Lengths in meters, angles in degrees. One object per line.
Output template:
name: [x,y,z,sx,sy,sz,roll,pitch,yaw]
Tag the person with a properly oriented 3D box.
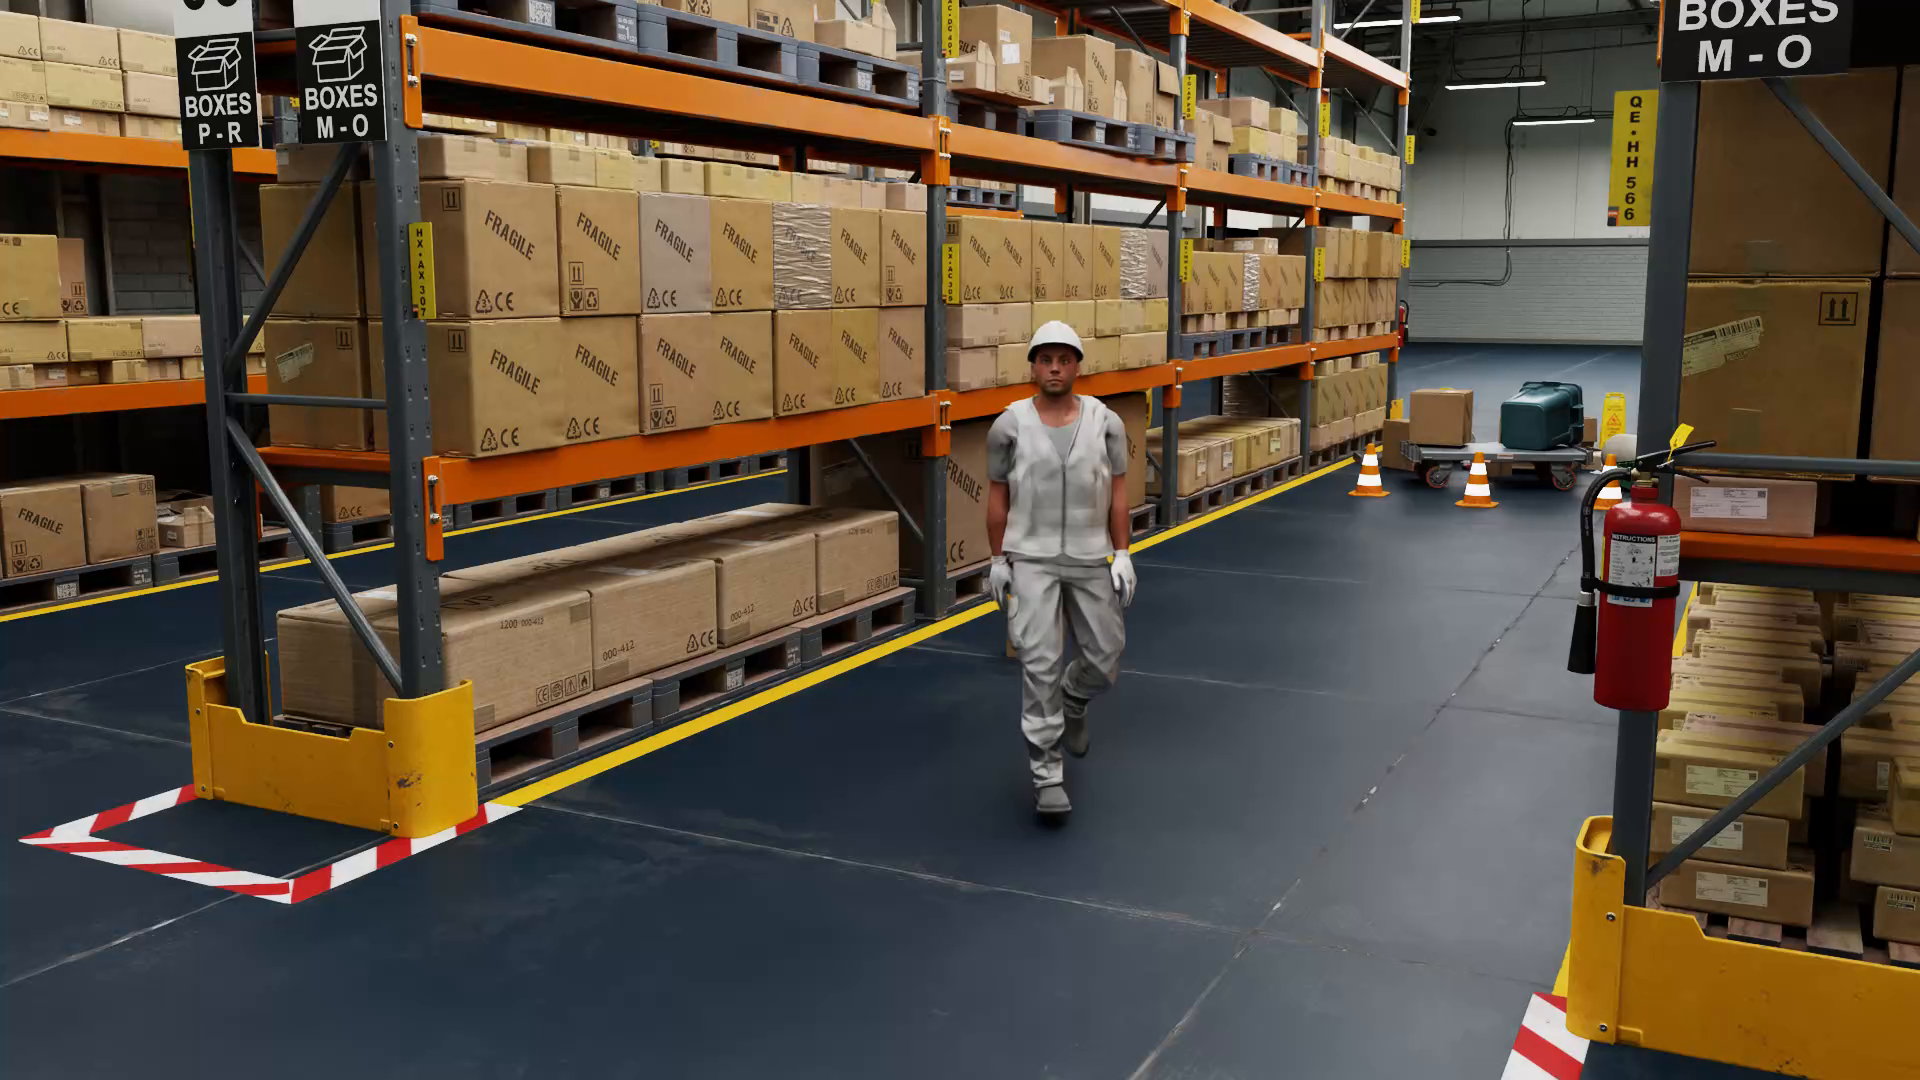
person: [0.369,0.078,6.167,0.549,1.770,0.754,-1,9,-6]
